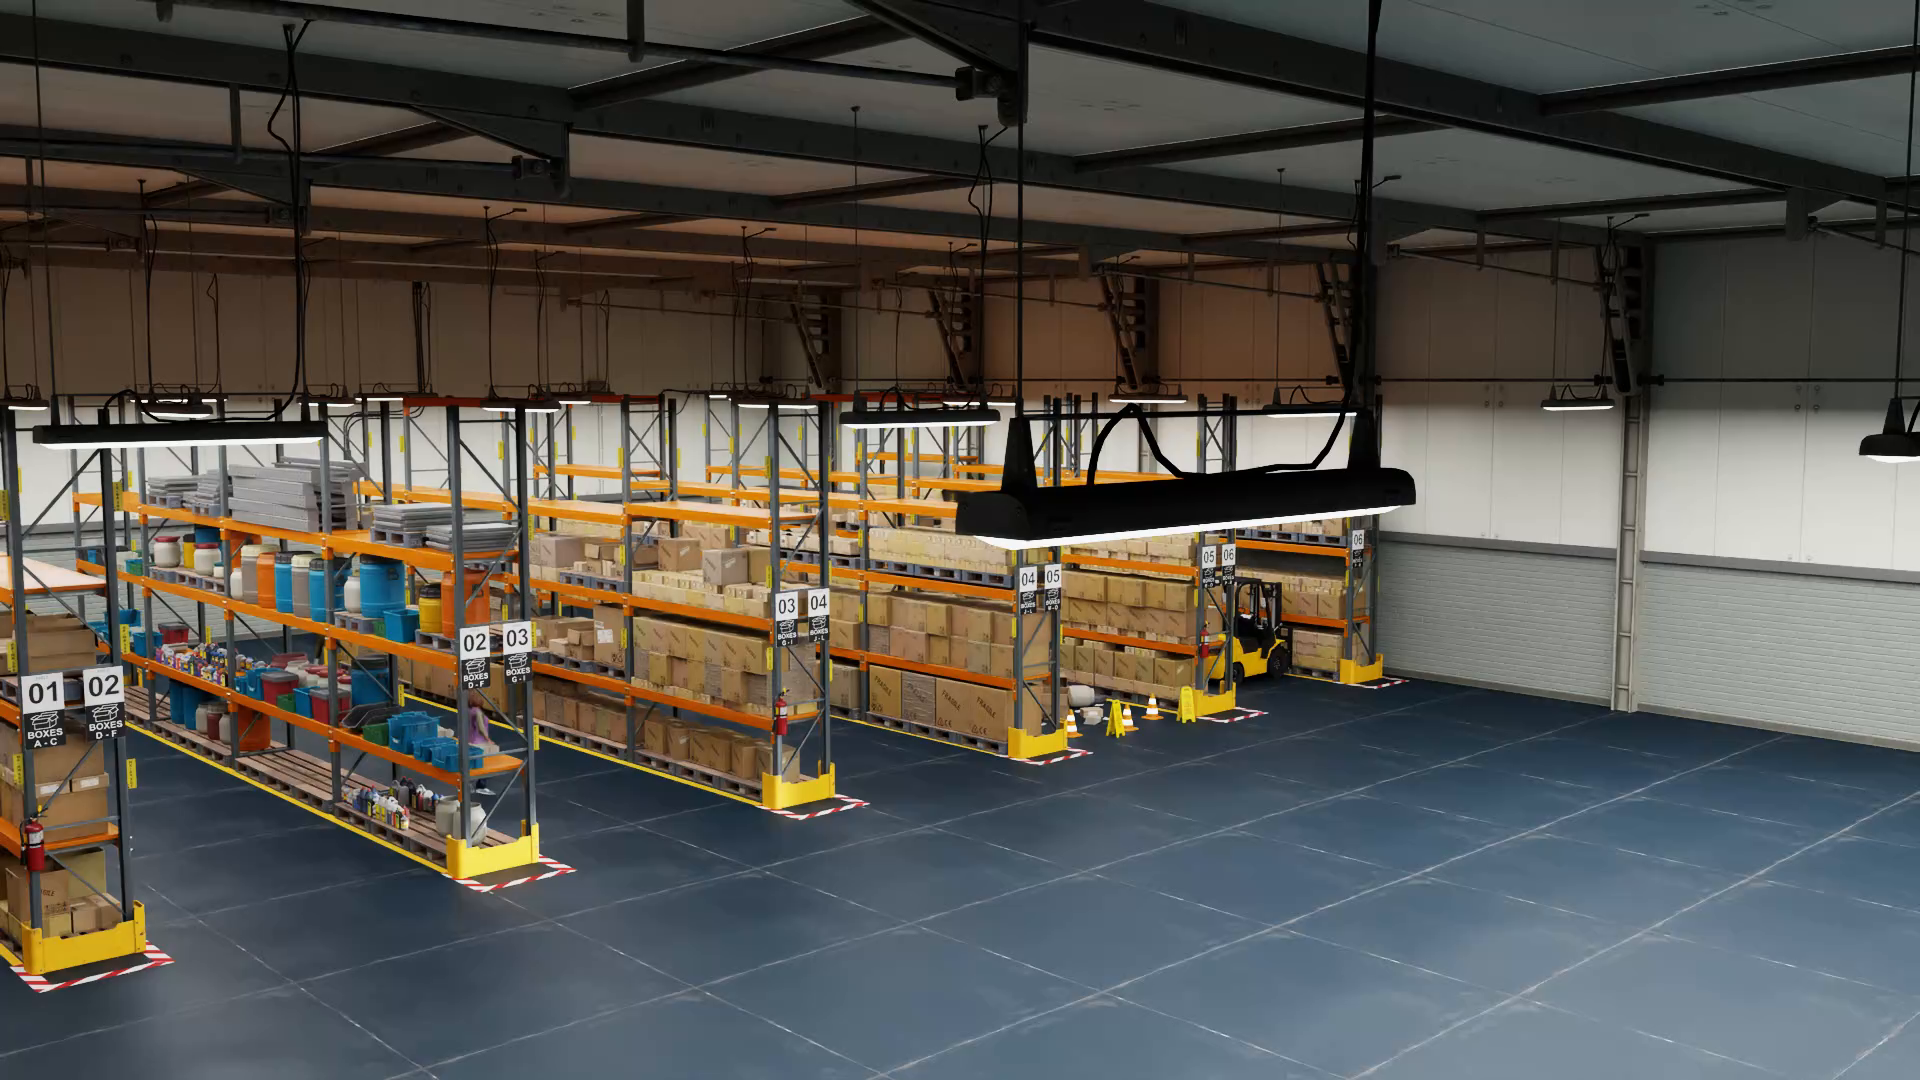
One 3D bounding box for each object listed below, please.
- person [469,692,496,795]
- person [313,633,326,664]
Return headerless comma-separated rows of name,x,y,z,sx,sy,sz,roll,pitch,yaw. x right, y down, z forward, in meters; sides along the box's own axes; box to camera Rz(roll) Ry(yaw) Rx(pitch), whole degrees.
person,-7.328,3.108,25.387,0.539,1.582,0.482,-1,6,-7
person,-14.150,1.884,37.118,0.475,1.810,0.639,5,7,40
